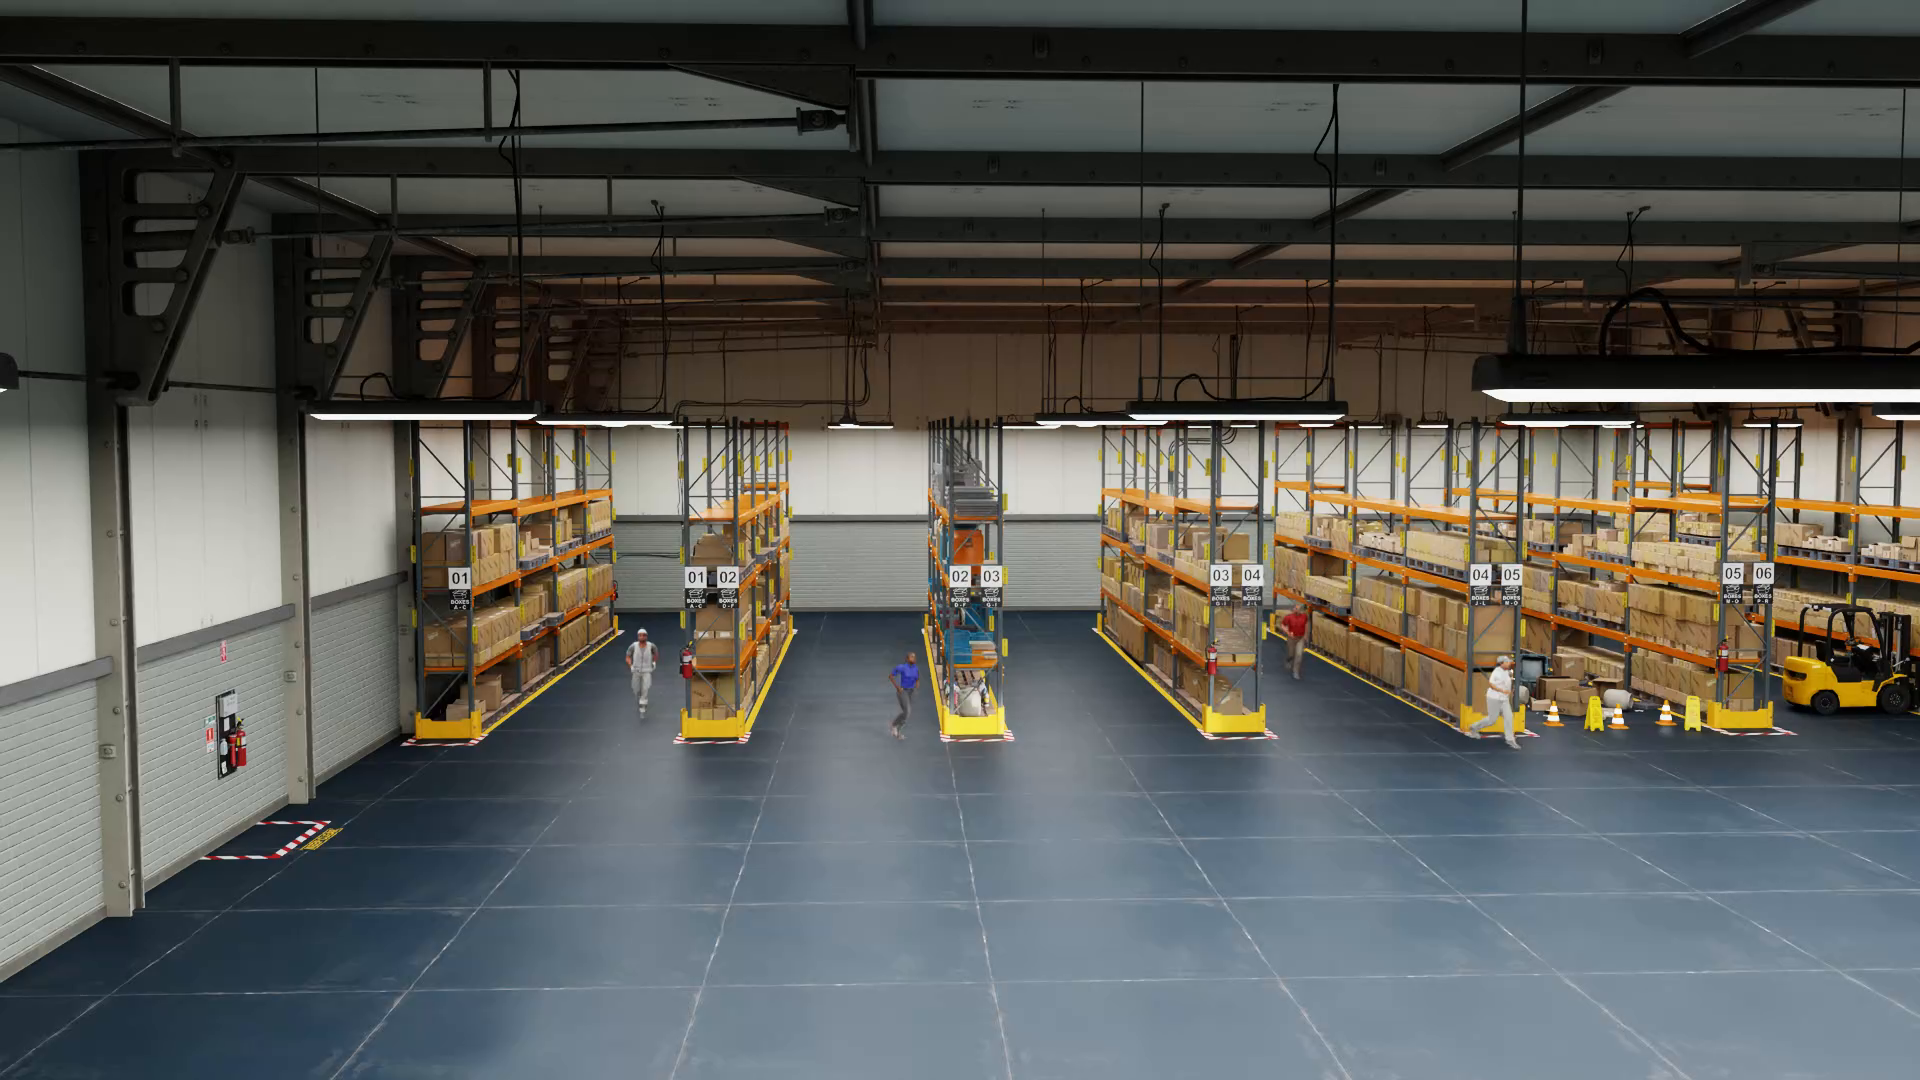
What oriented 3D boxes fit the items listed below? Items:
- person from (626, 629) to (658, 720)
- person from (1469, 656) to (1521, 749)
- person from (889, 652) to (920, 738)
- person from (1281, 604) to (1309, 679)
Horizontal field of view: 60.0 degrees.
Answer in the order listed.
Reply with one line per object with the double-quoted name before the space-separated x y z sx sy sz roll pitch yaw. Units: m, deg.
"person" -6.415 2.675 33.510 0.625 1.772 1.091 0 4 -4
"person" 9.773 2.926 30.291 0.974 1.671 0.628 3 5 40
"person" -0.986 2.897 31.076 0.583 1.602 0.550 -4 5 -43
"person" 7.846 2.344 38.936 0.686 1.723 0.925 0 4 -4
